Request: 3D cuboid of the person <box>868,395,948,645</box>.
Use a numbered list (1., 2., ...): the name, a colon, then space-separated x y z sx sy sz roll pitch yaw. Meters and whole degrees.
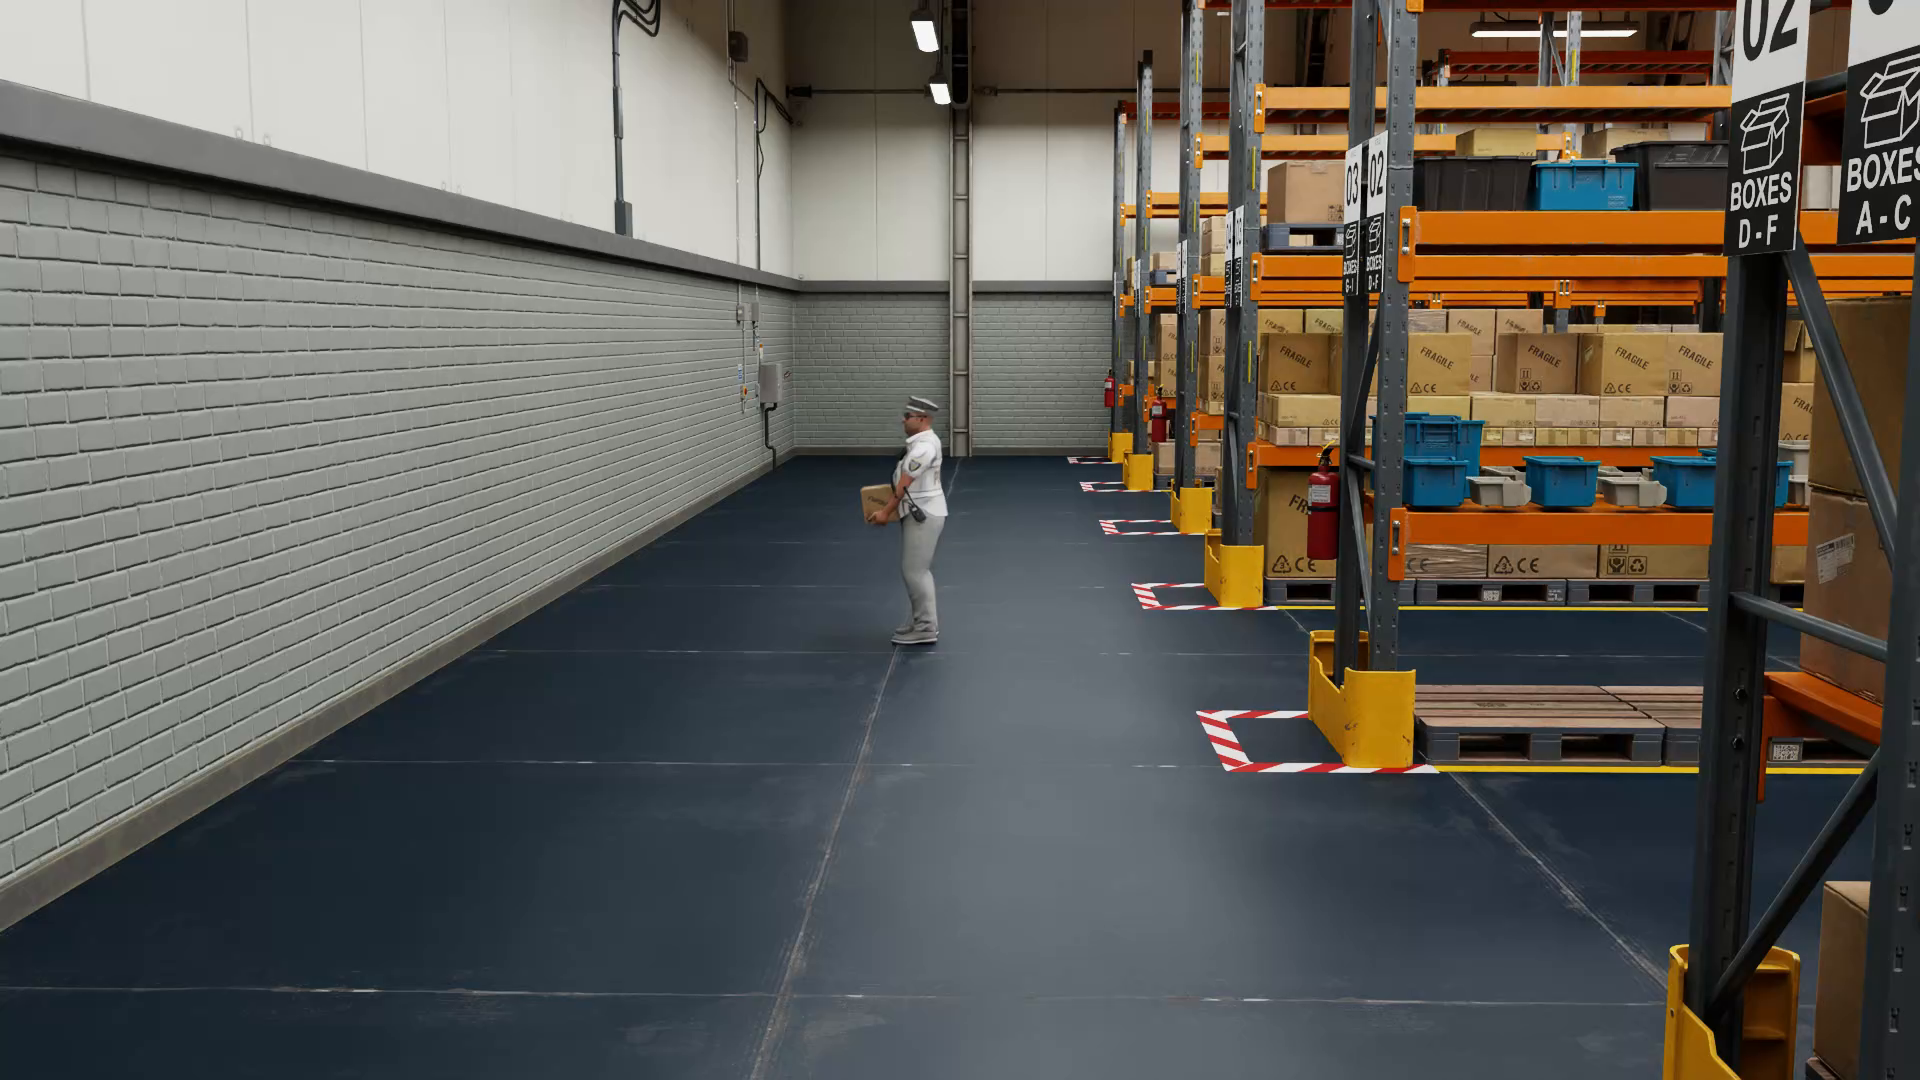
1. person: -0.371 -0.150 11.884 0.558 1.772 0.490 0 7 1
